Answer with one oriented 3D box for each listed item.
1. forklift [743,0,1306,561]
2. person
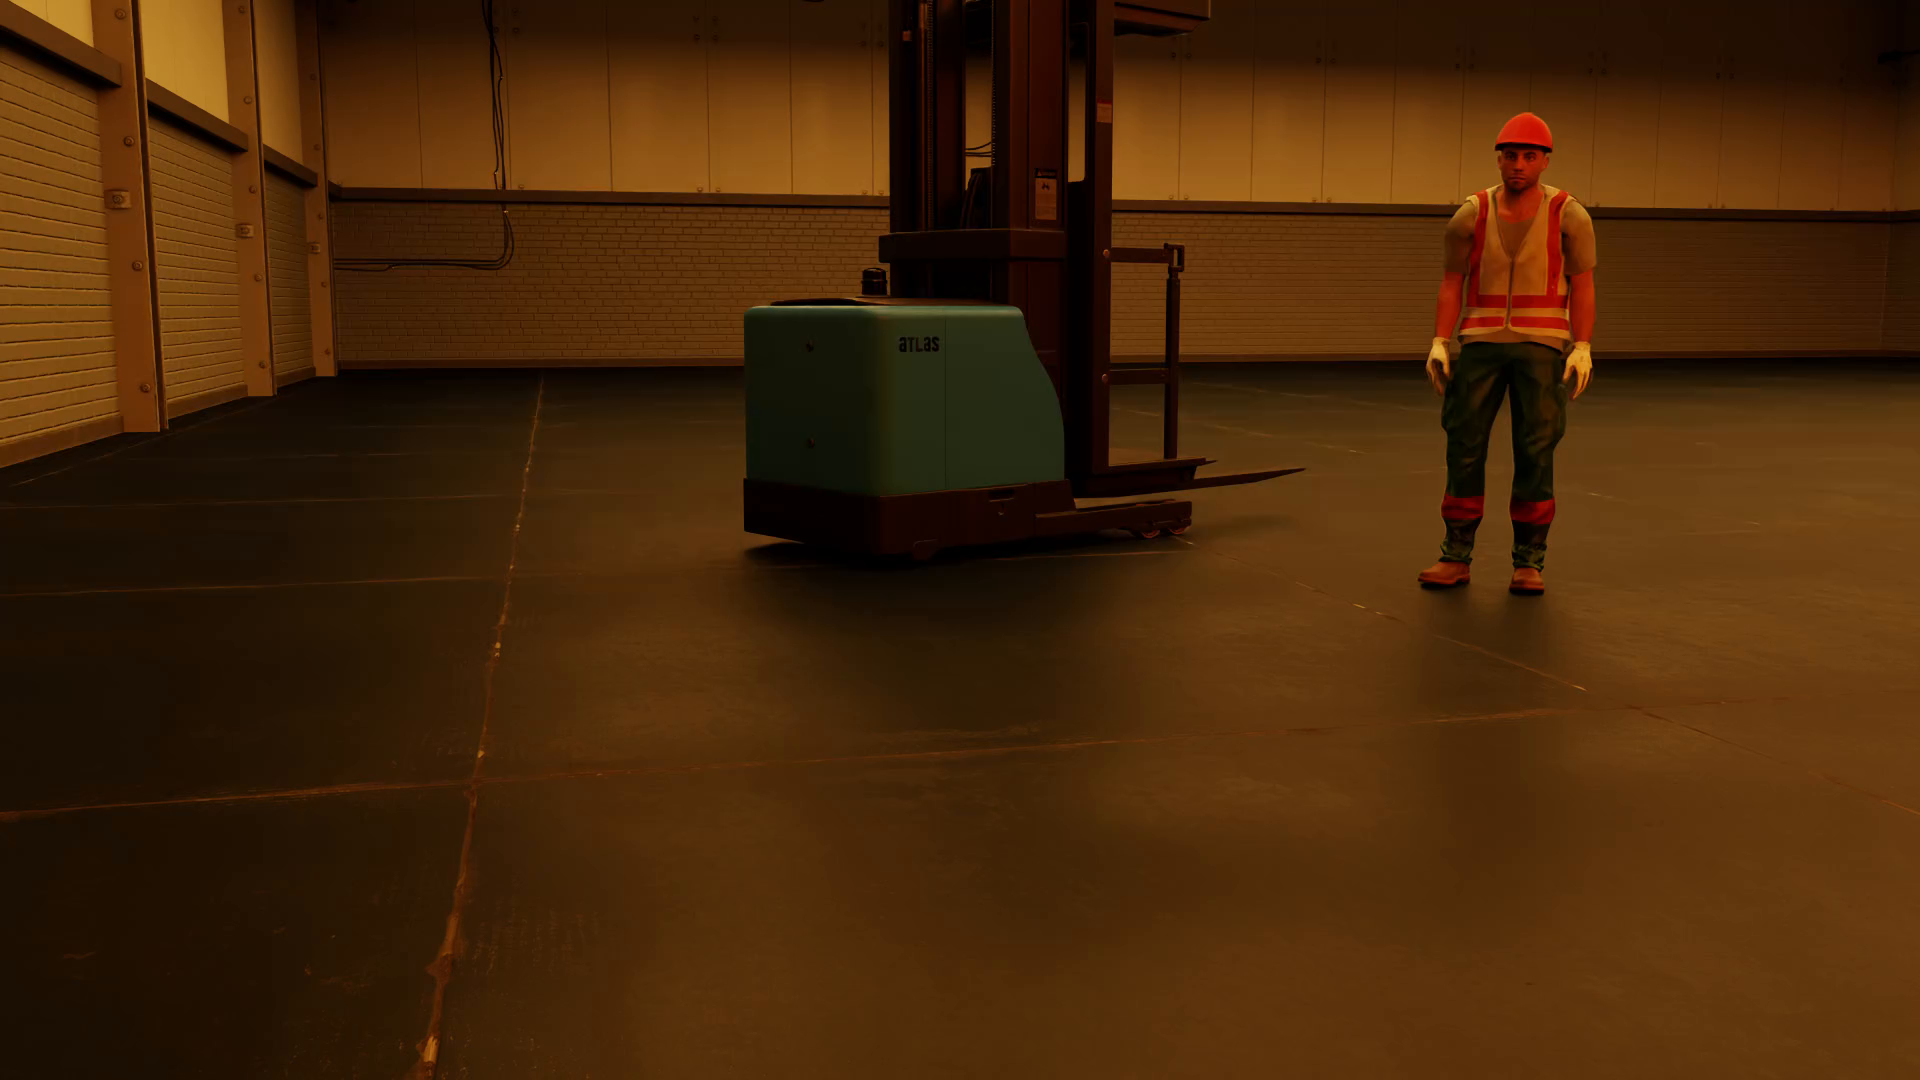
[{"bbox_3d":[0.472,-1.508,7.908,3.031,2.935,1.130,-7,10,-40],"label":"forklift"},{"bbox_3d":[2.081,-0.699,6.302,0.610,1.777,0.451,4,9,27],"label":"person"}]
